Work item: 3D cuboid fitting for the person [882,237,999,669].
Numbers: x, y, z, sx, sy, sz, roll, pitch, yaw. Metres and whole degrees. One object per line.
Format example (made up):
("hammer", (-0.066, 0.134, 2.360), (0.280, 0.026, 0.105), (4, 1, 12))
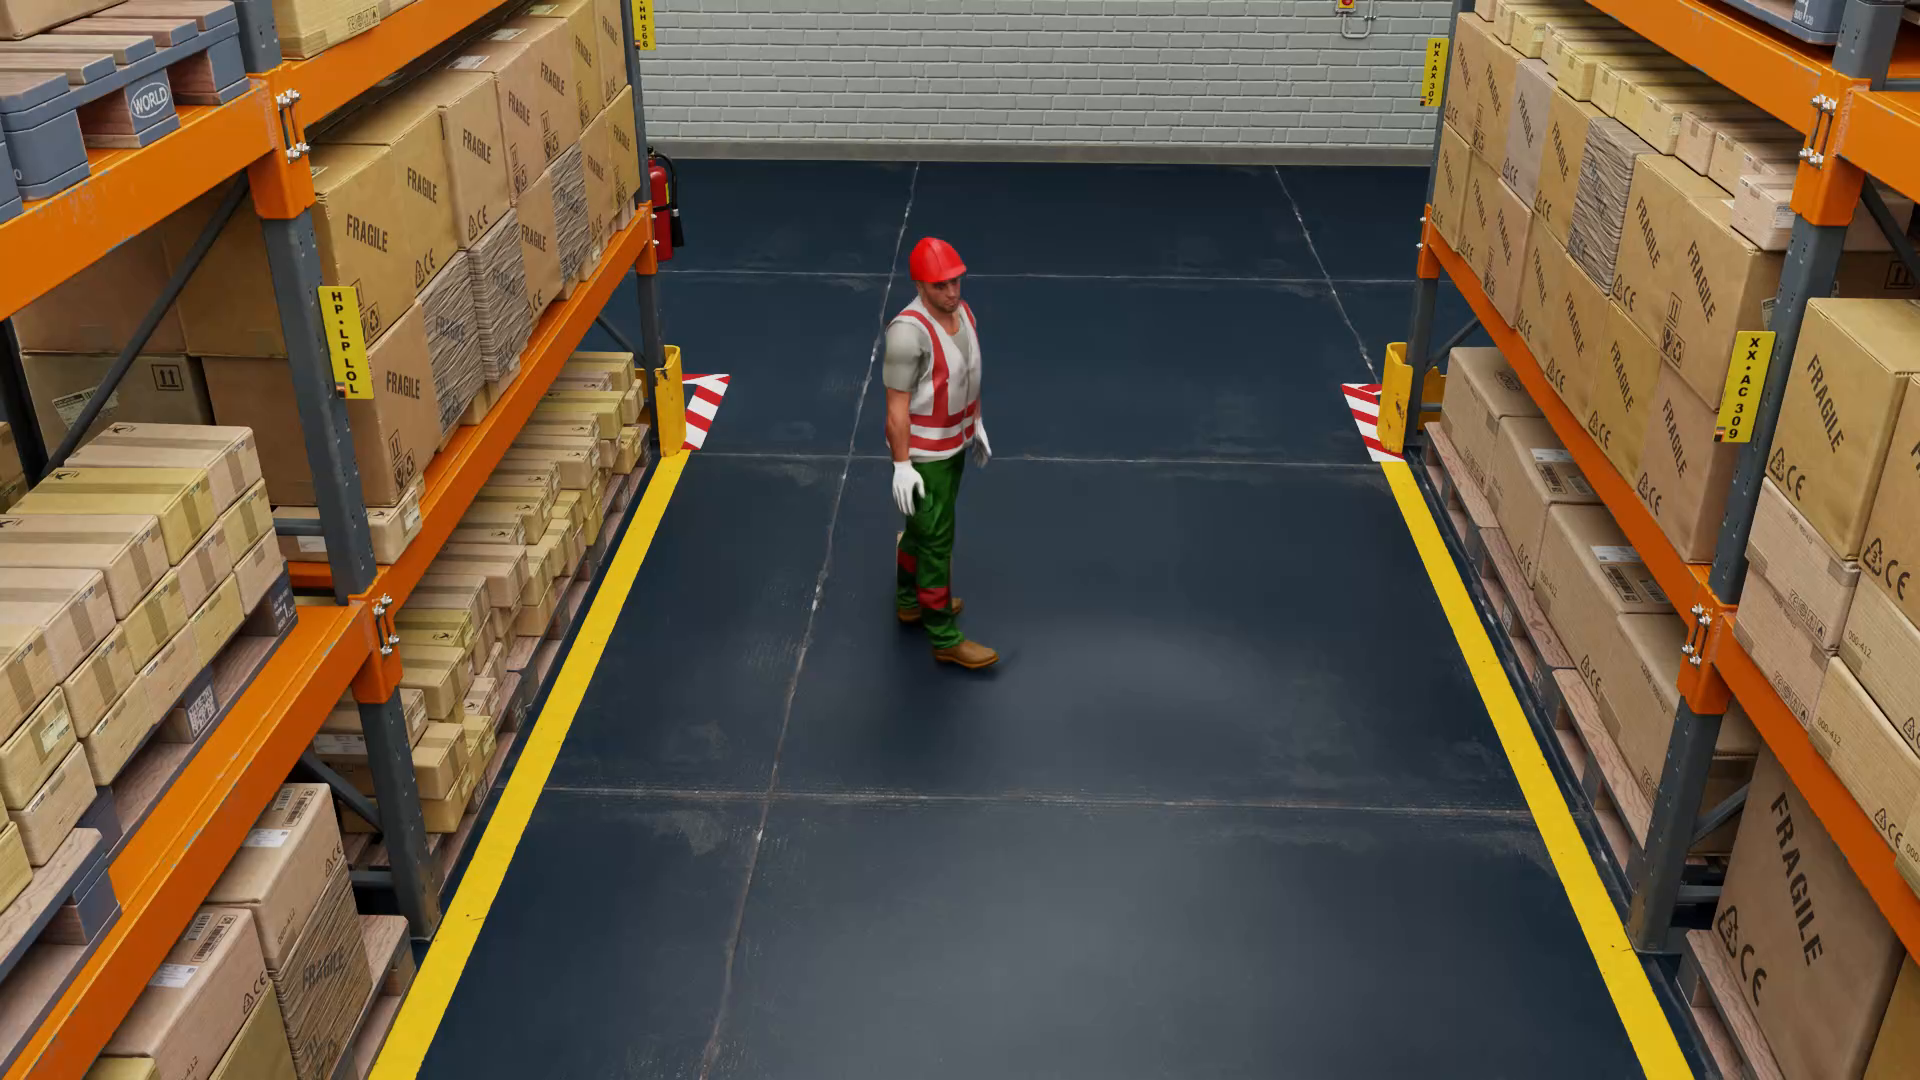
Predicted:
("person", (-0.064, -0.344, 6.698), (0.587, 1.786, 0.646), (12, 30, 22))
